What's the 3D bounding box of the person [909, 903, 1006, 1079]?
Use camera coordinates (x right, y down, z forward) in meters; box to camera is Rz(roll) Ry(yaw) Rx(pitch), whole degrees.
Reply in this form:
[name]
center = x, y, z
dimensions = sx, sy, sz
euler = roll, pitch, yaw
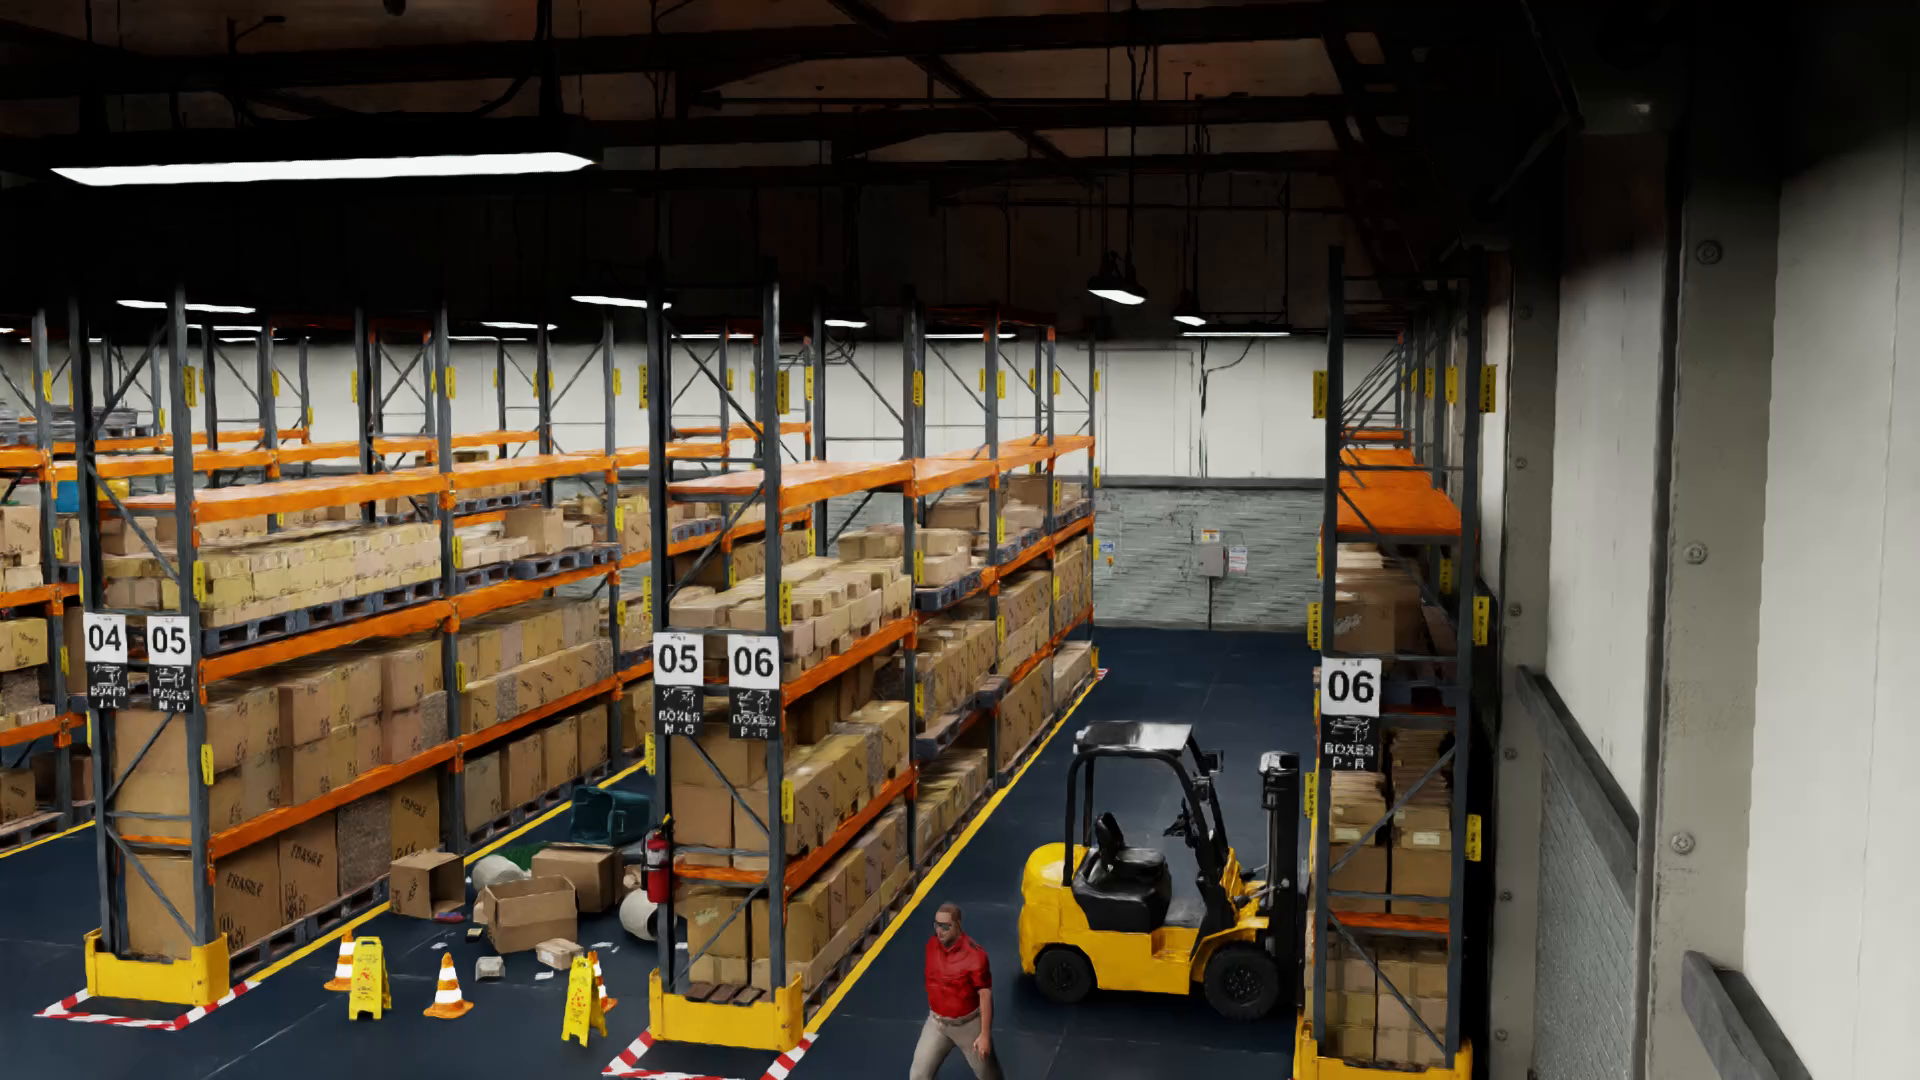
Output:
[person]
center = -0.019, 3.220, 11.091
dimensions = 0.584, 1.668, 0.960
euler = 4, 7, 35
